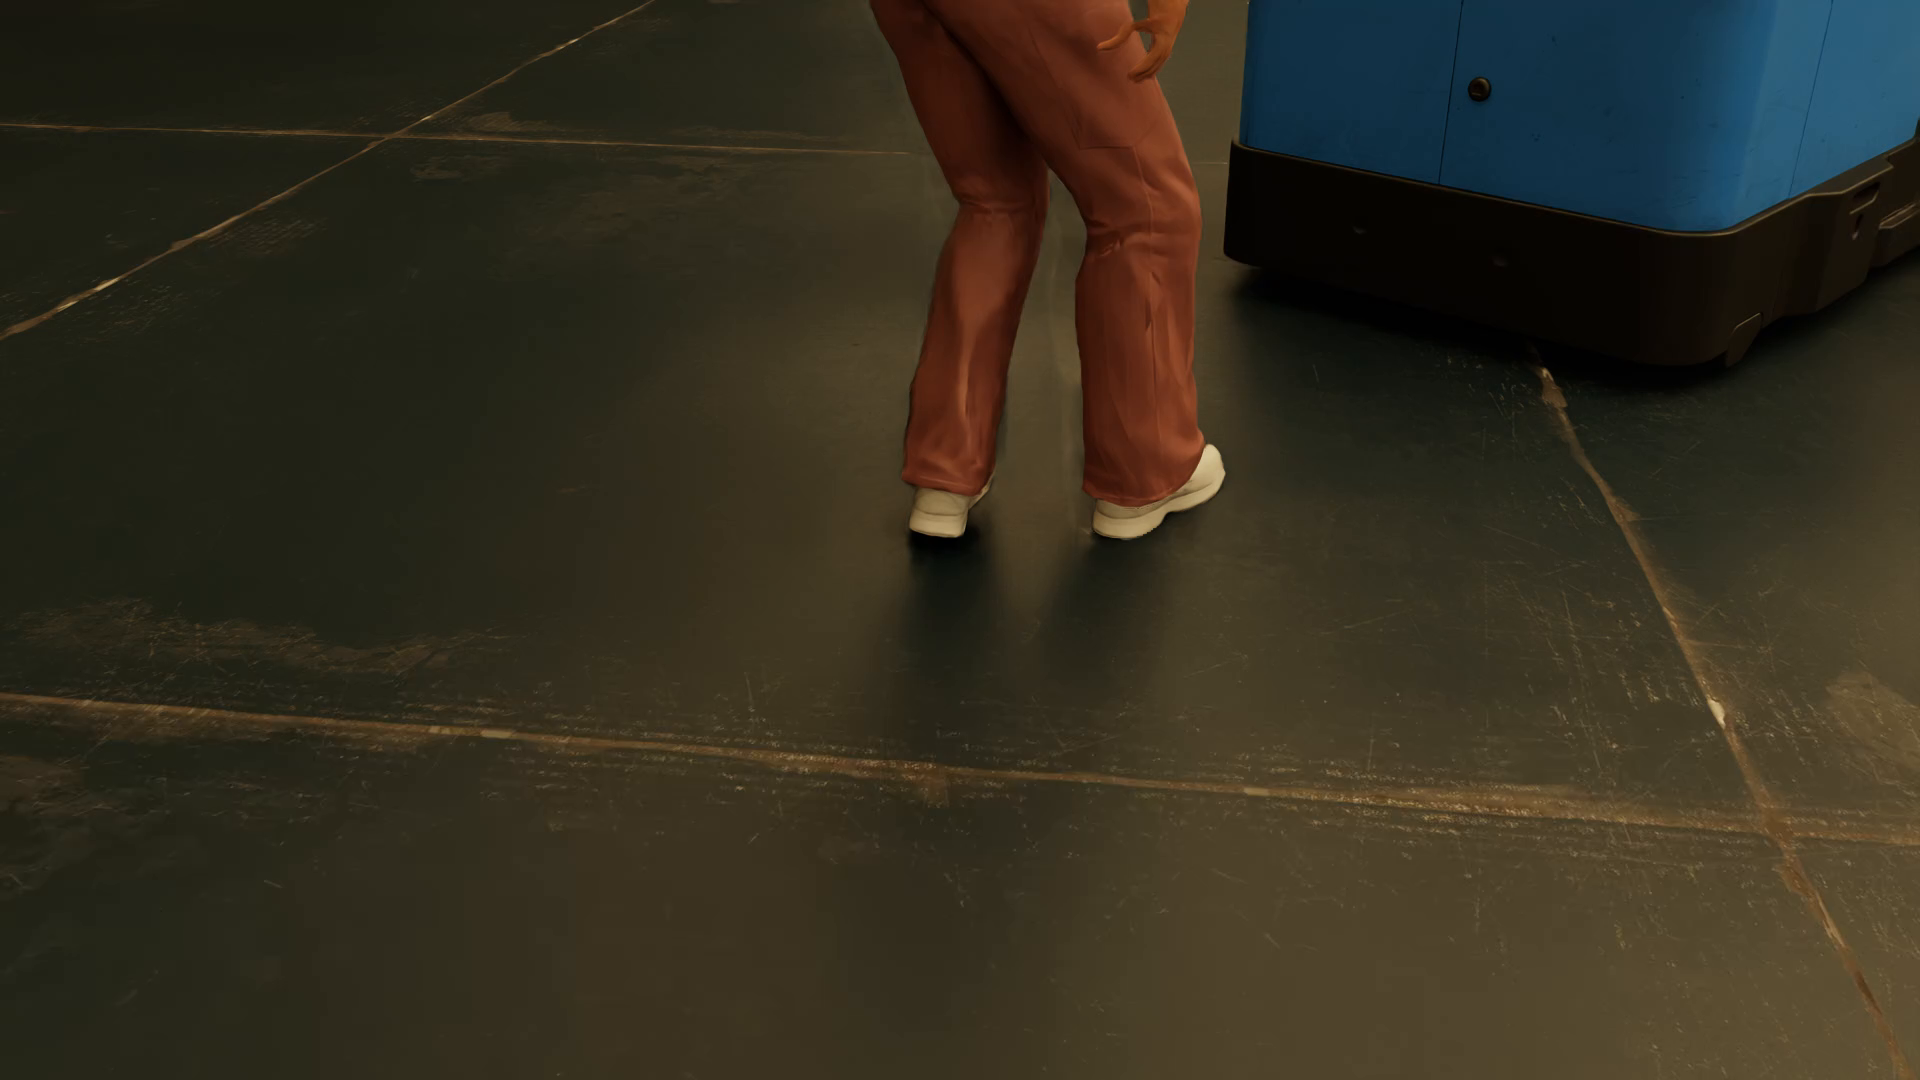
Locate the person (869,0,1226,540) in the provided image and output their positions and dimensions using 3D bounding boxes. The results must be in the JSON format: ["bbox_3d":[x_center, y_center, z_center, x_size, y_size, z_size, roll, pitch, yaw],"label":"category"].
[{"bbox_3d":[0.120,-0.778,2.234,0.620,1.650,0.603,-21,33,-36],"label":"person"}]

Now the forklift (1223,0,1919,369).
[{"bbox_3d":[1.957,-2.182,3.590,1.130,2.935,3.031,24,35,39],"label":"forklift"}]
